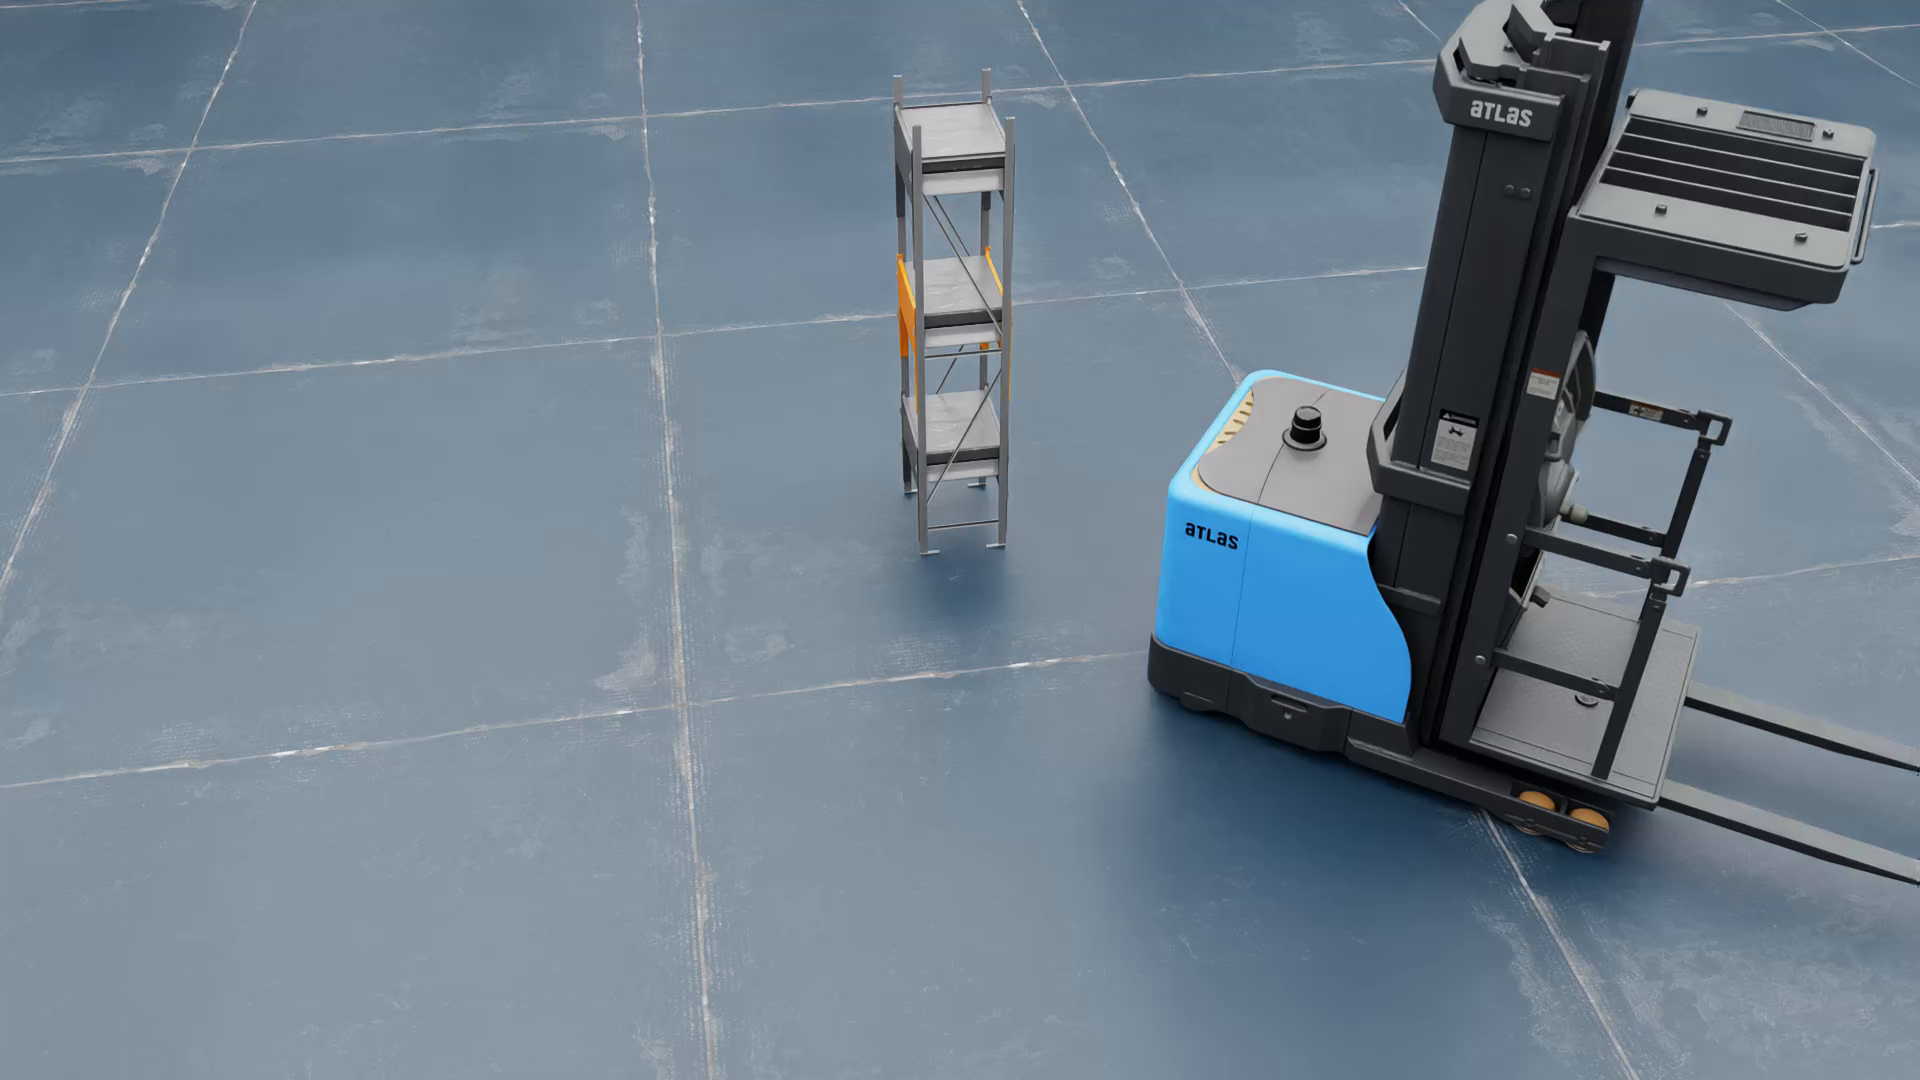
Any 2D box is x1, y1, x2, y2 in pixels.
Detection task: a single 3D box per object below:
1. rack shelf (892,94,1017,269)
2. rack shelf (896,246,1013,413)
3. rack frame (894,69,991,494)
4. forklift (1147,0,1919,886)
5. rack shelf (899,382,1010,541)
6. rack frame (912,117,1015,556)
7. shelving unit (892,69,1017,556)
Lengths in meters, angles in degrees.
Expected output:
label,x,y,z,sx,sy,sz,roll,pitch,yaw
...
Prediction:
label,x,y,z,sx,sy,sz,roll,pitch,yaw
rack shelf,-0.029,-1.471,6.813,0.431,0.518,0.480,-6,38,-8
rack shelf,-0.029,-0.918,7.243,0.431,0.518,0.480,-6,38,-8
rack frame,-0.072,-1.077,7.424,0.400,2.100,0.015,-6,38,-8
forklift,2.325,-0.359,5.823,3.031,2.935,1.130,18,41,21
rack shelf,-0.029,-0.366,7.672,0.431,0.518,0.480,-6,38,-8
rack frame,0.014,-0.782,7.045,0.400,2.100,0.015,-6,38,-8
shelving unit,-0.029,-0.929,7.235,0.431,2.100,0.503,-6,38,-8
